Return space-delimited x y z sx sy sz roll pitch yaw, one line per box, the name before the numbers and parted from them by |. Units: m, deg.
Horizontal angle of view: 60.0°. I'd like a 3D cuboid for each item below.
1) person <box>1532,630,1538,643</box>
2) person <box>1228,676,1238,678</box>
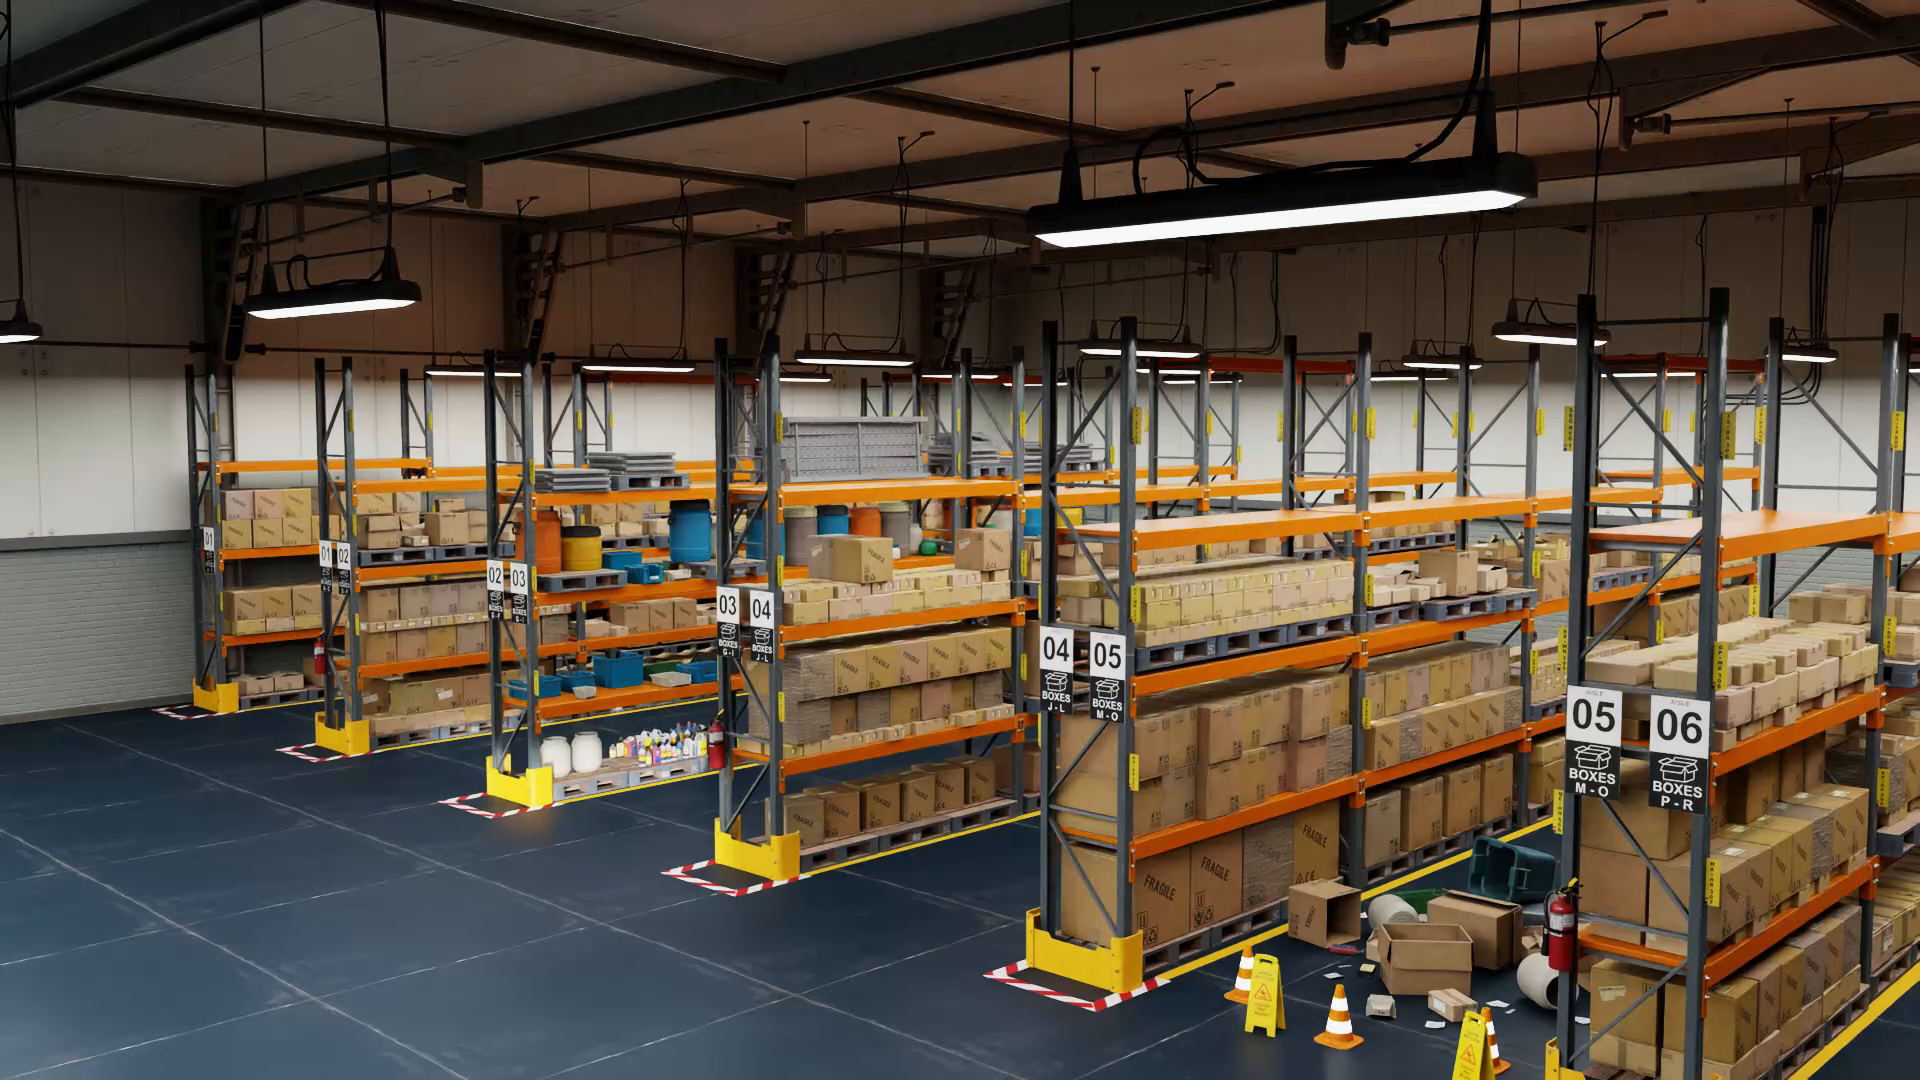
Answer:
person | 9.438 2.308 27.446 0.466 1.485 1.064 3 5 34
person | 3.558 2.625 21.916 0.618 1.848 0.640 -4 6 -43
